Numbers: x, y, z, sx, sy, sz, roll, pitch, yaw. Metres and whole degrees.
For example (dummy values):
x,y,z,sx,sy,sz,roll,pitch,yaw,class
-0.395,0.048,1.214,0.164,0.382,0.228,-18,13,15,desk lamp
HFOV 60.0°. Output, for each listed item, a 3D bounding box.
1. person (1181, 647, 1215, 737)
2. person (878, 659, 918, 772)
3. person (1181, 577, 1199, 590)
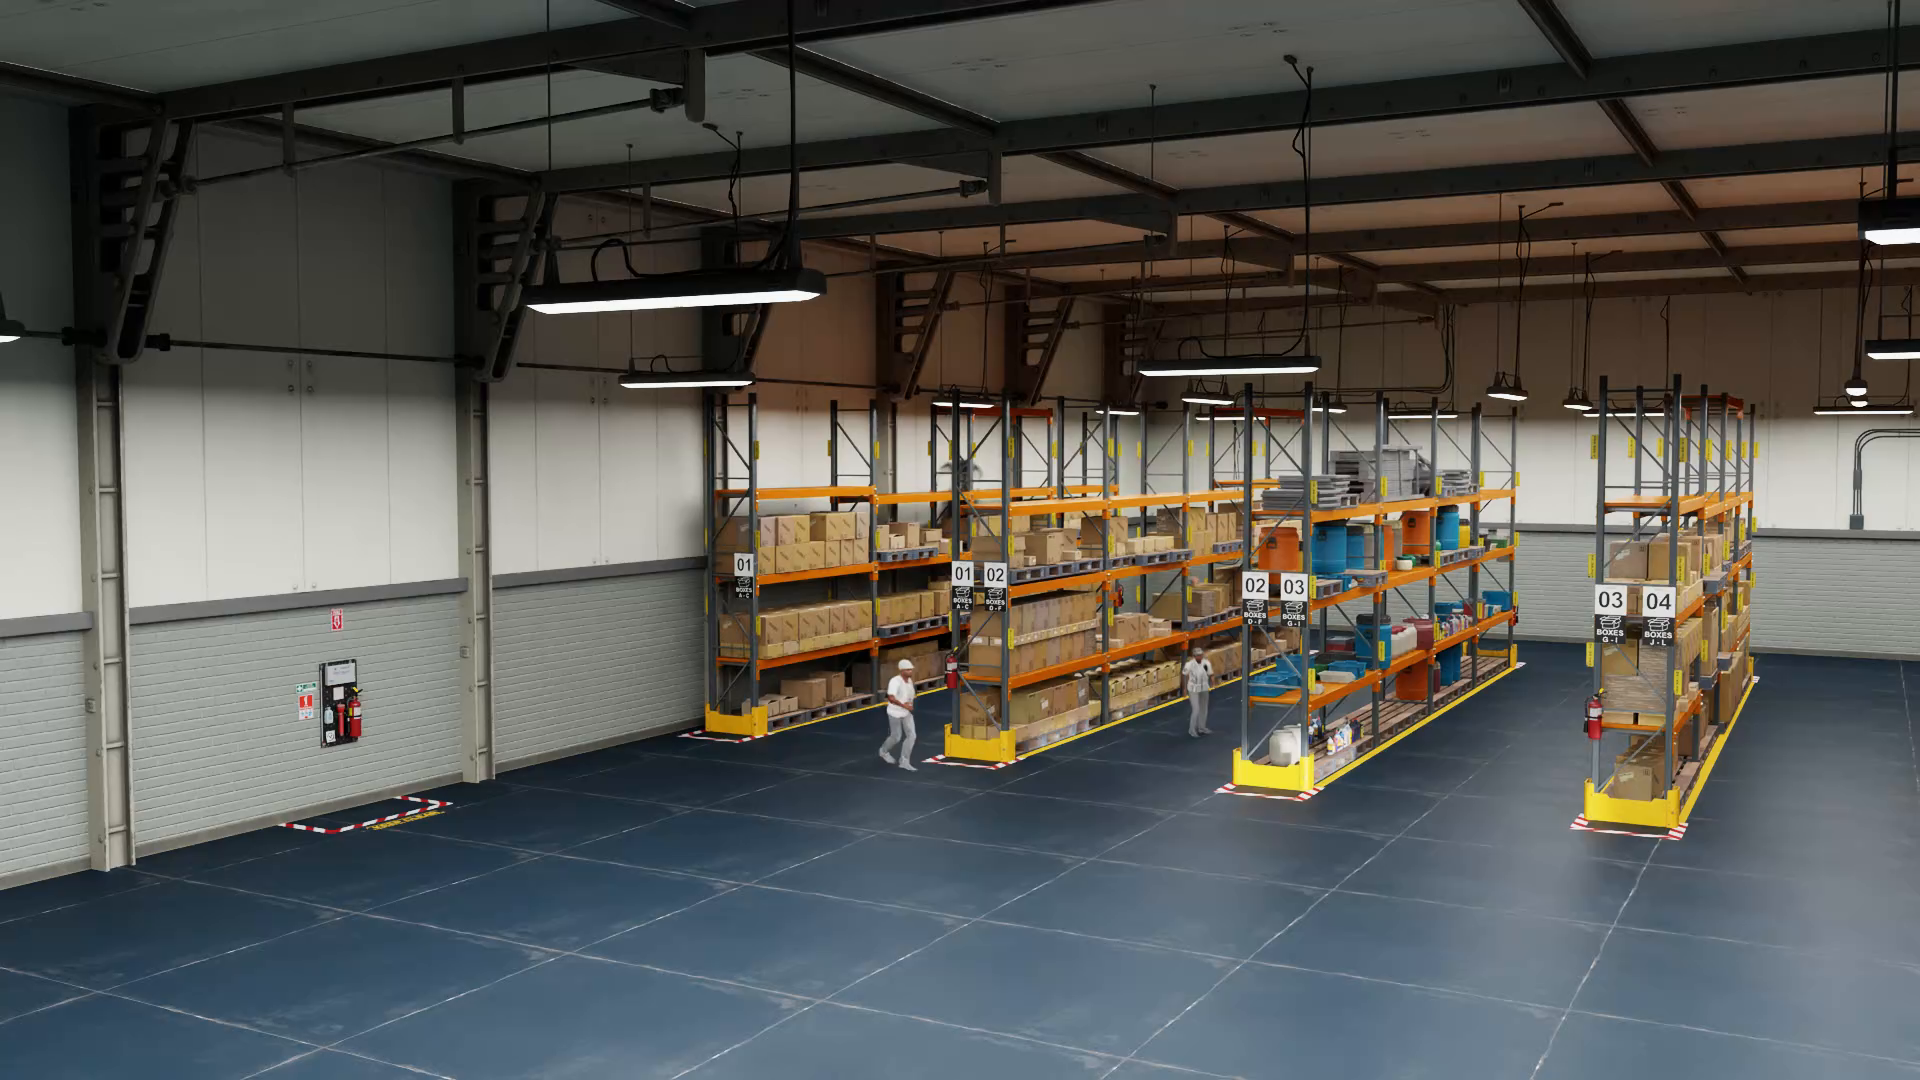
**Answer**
x,y,z,sx,sy,sz,roll,pitch,yaw,class
4.209,2.670,29.079,0.628,1.644,0.804,-1,3,-19,person
-1.016,2.725,26.021,0.833,1.745,0.654,3,4,41,person
5.985,1.791,43.606,0.644,1.661,1.003,-3,4,-40,person
